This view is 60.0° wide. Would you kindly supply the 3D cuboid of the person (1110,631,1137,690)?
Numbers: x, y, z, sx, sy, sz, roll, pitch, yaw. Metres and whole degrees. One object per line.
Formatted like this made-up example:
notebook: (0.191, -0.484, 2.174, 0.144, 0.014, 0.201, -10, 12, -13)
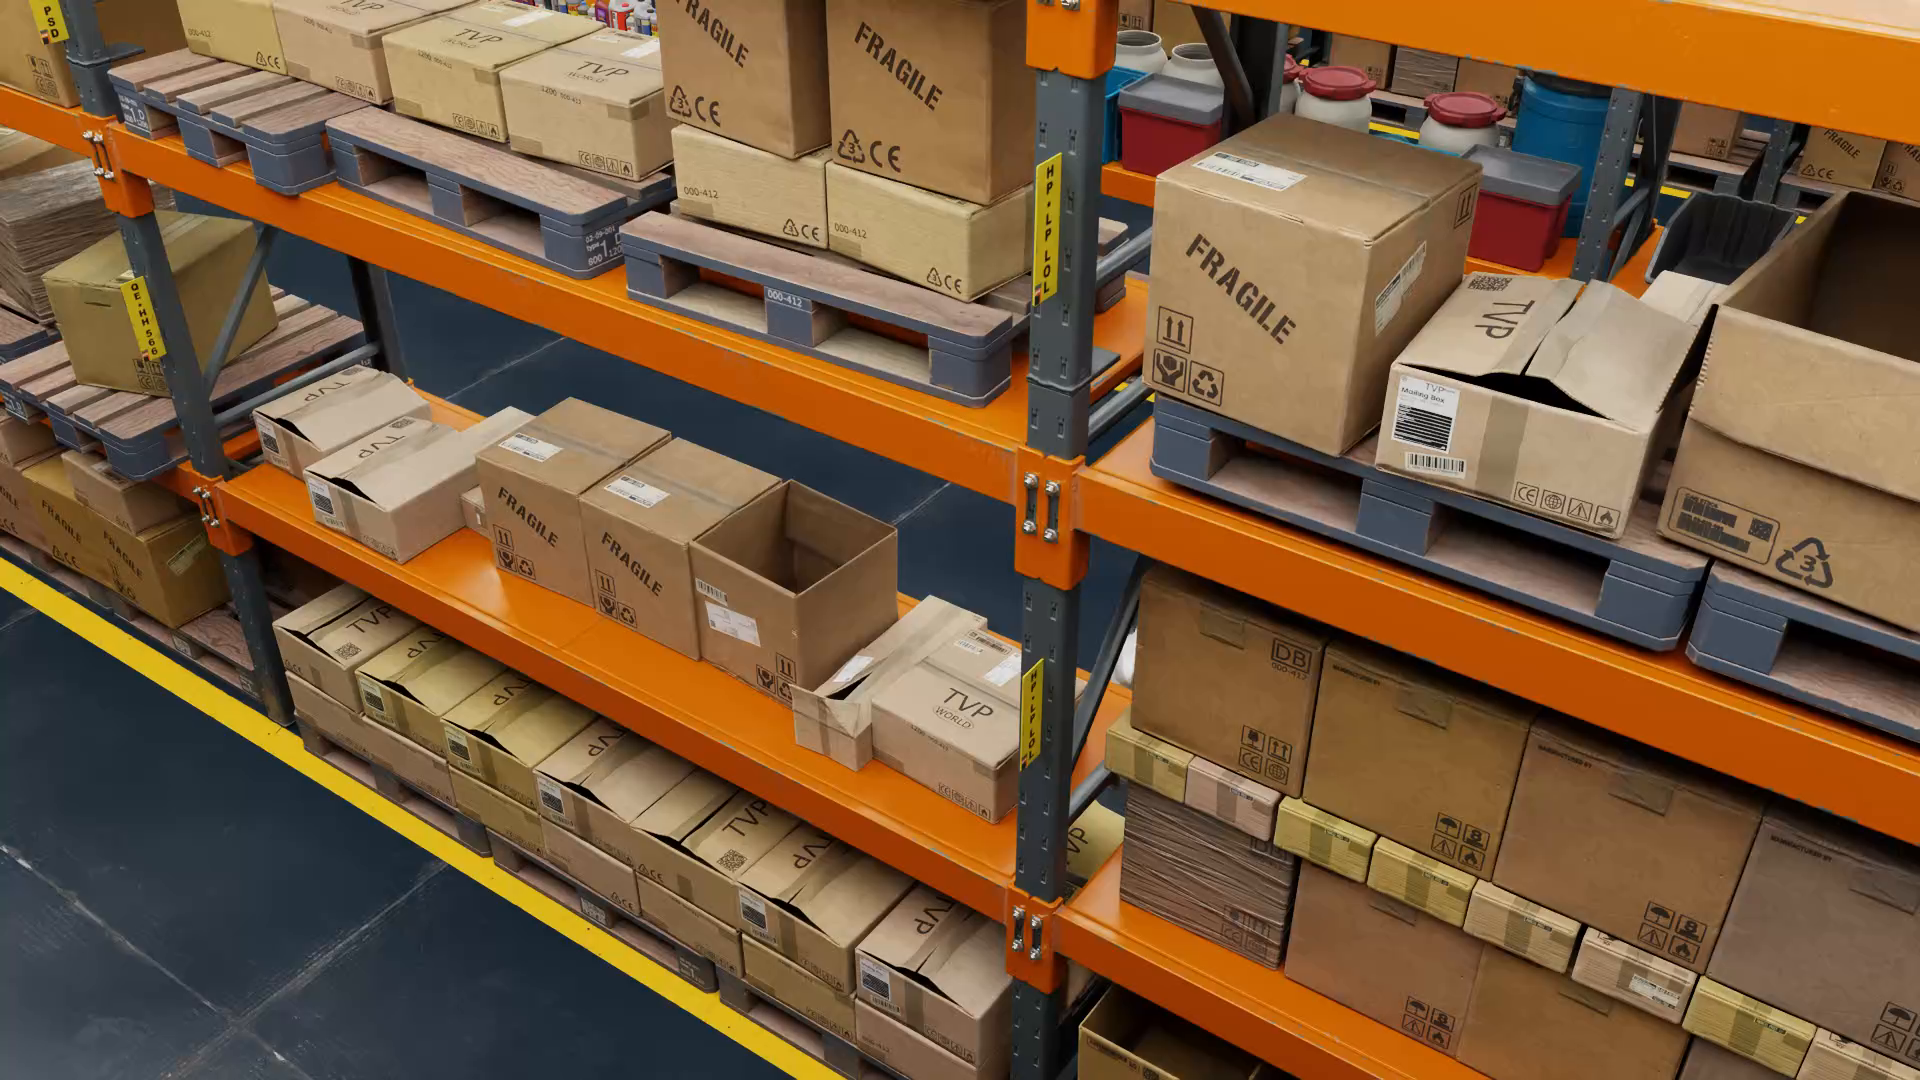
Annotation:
person: (1.045, 0.654, 6.872, 0.895, 0.975, 0.580, 21, 40, 28)
